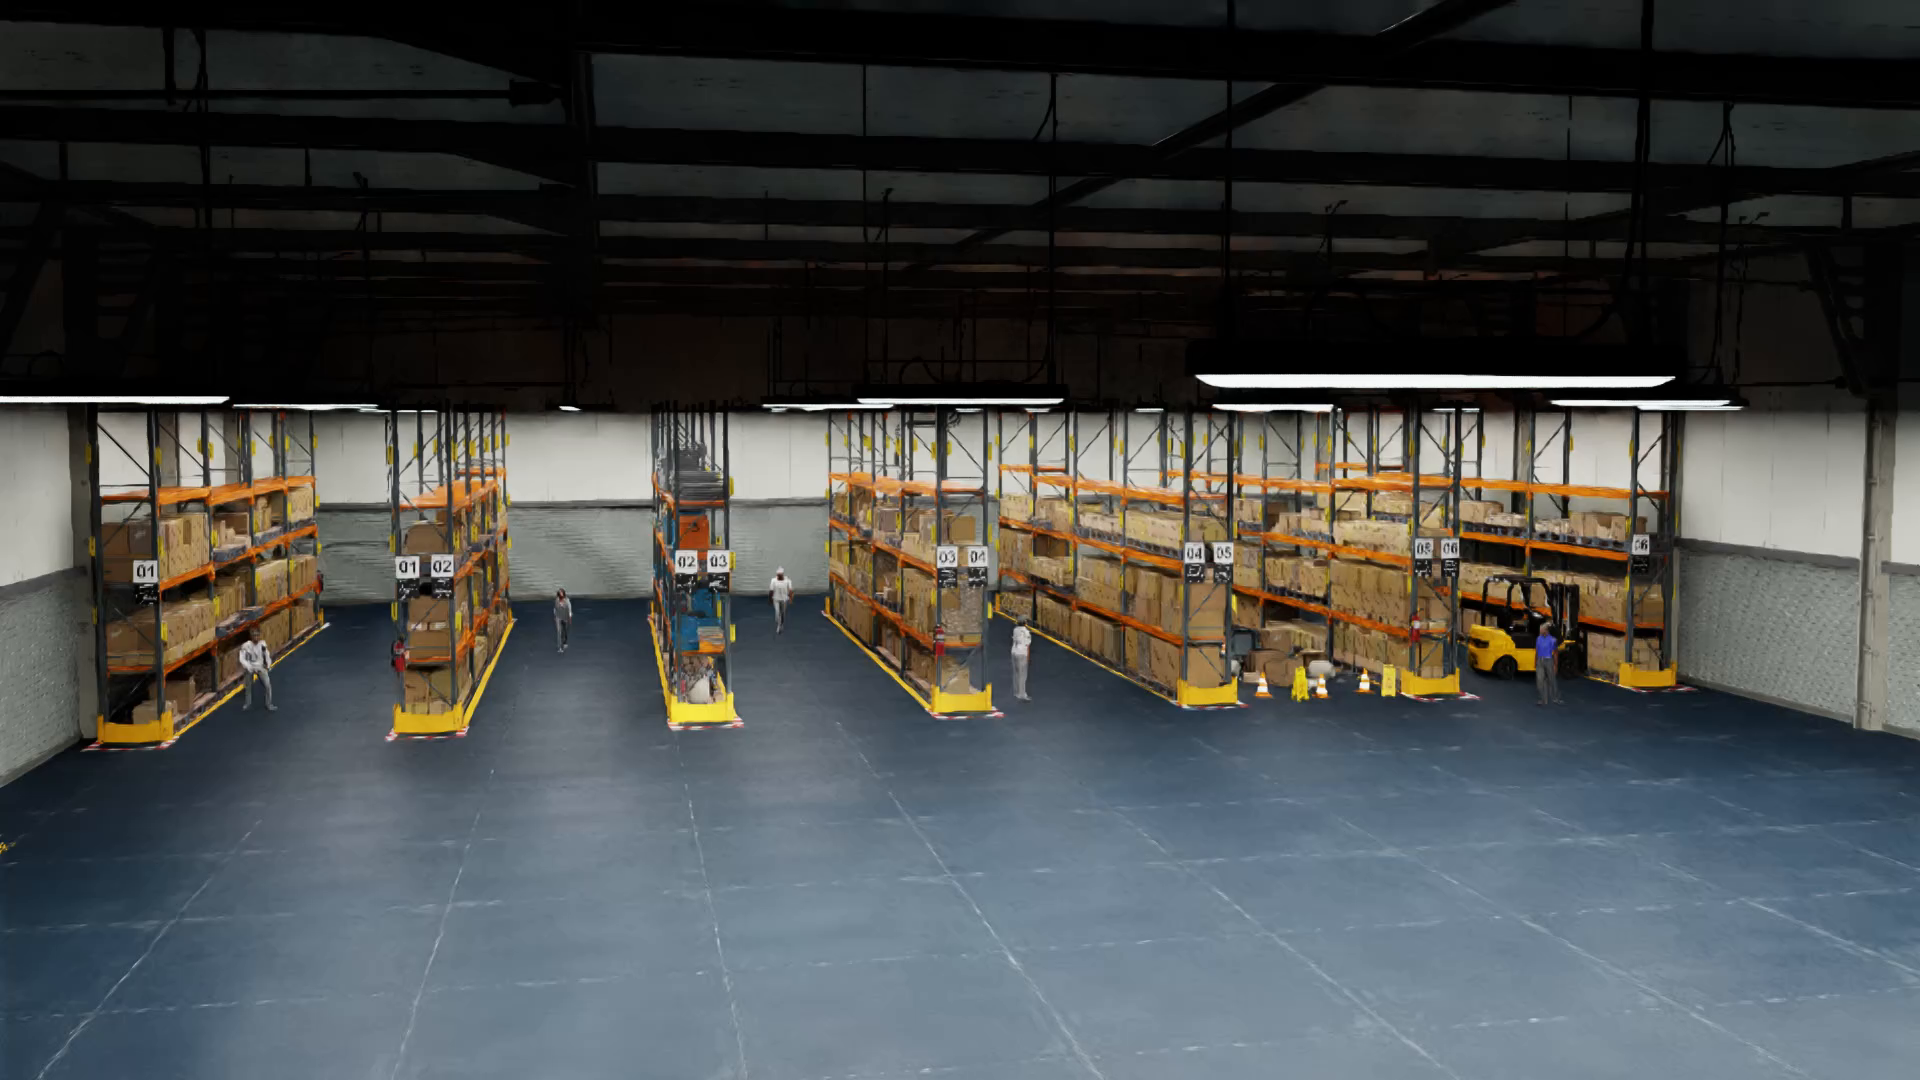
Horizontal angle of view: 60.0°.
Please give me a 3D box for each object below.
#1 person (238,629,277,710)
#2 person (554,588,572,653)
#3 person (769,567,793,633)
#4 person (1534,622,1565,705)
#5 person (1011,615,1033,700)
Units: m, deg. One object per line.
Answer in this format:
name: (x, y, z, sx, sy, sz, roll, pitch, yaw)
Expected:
person: (-13.615, 2.488, 32.164, 0.643, 1.612, 0.793, -2, 5, -29)
person: (-9.585, 1.917, 40.186, 0.432, 1.539, 0.947, -1, 4, -13)
person: (-4.707, 1.565, 43.847, 0.589, 1.716, 1.038, -1, 4, -13)
person: (11.625, 2.435, 32.823, 0.526, 1.647, 0.568, -4, 6, -39)
person: (1.265, 2.347, 33.504, 0.437, 1.684, 0.553, -4, 6, -42)
